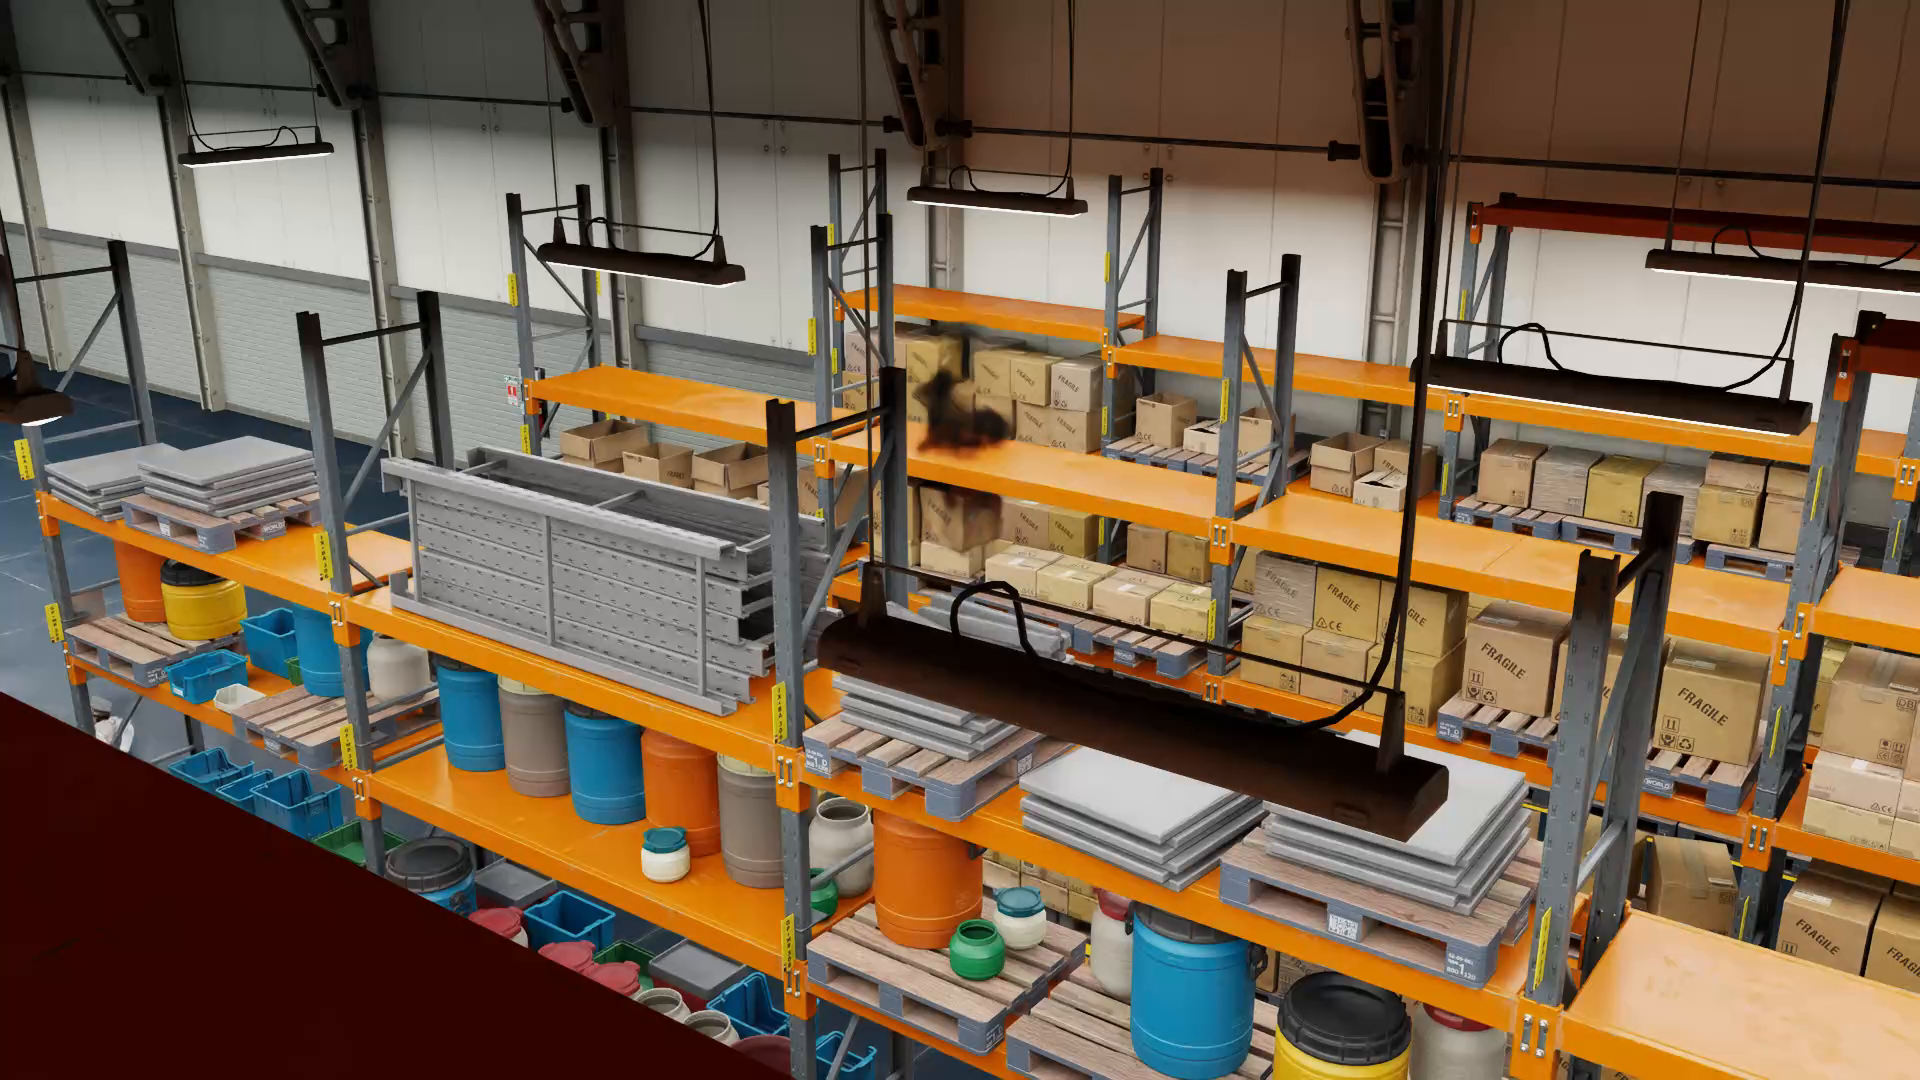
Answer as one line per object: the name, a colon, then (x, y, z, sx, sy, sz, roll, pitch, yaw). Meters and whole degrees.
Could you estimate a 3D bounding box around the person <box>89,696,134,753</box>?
person: (-8.119, 2.243, 15.765, 0.775, 1.690, 0.592, -6, 19, -18)

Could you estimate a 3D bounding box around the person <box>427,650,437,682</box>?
person: (-6.099, 1.129, 19.138, 0.523, 1.694, 0.693, -6, 19, -16)
